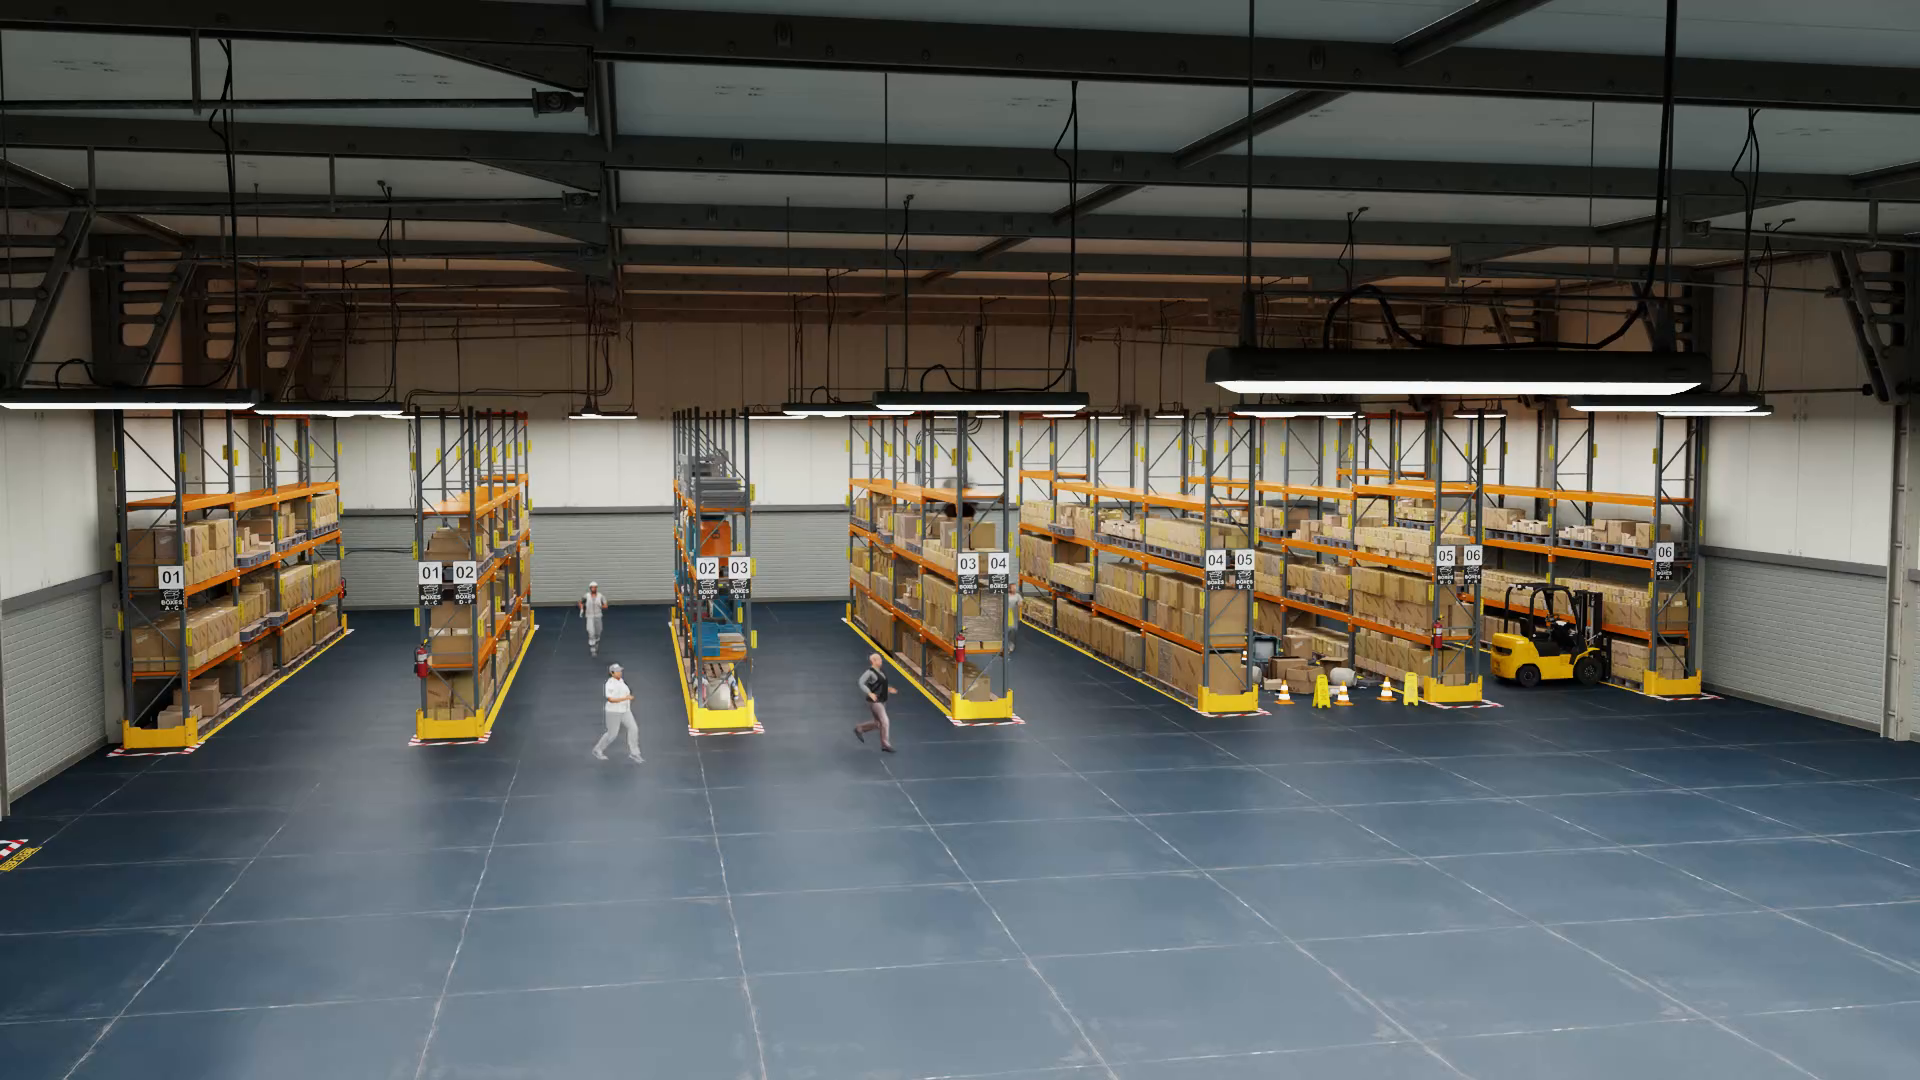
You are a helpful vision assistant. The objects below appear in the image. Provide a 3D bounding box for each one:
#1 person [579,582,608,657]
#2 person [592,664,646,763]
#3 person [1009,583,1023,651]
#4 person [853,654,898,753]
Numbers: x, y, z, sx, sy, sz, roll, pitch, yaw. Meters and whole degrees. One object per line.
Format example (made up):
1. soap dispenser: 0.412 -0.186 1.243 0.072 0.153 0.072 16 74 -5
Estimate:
1. person: -8.932 1.912 40.585 0.659 1.781 0.985 -2 4 -21
2. person: -5.721 2.919 27.938 0.862 1.689 0.608 1 4 20
3. person: 1.316 1.917 41.819 0.533 1.700 0.712 -2 4 -24
4. person: -1.482 2.828 28.880 0.875 1.721 0.662 1 4 19
